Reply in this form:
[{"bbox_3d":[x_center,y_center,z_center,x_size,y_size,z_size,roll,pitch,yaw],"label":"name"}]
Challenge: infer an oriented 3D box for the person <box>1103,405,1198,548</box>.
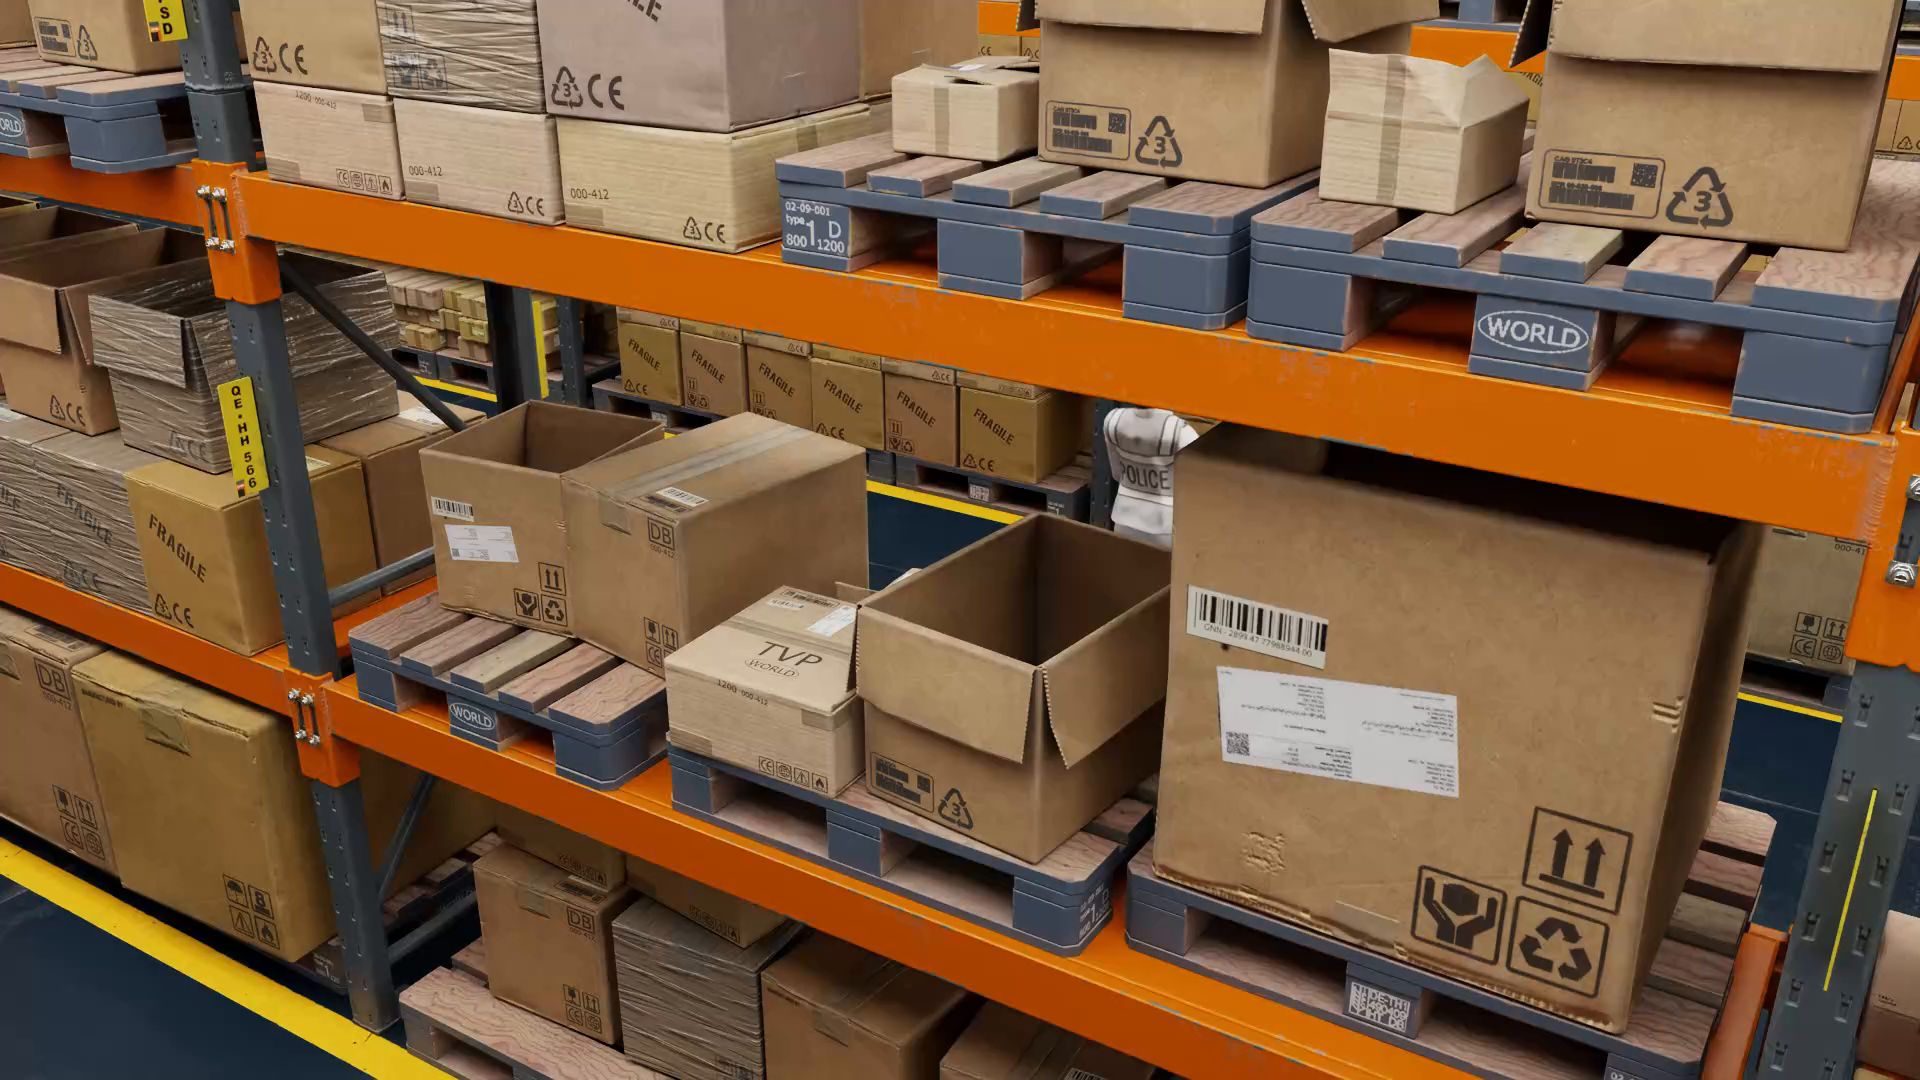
[{"bbox_3d":[0.870,-0.060,7.207,0.459,1.686,0.563,14,27,30],"label":"person"}]
